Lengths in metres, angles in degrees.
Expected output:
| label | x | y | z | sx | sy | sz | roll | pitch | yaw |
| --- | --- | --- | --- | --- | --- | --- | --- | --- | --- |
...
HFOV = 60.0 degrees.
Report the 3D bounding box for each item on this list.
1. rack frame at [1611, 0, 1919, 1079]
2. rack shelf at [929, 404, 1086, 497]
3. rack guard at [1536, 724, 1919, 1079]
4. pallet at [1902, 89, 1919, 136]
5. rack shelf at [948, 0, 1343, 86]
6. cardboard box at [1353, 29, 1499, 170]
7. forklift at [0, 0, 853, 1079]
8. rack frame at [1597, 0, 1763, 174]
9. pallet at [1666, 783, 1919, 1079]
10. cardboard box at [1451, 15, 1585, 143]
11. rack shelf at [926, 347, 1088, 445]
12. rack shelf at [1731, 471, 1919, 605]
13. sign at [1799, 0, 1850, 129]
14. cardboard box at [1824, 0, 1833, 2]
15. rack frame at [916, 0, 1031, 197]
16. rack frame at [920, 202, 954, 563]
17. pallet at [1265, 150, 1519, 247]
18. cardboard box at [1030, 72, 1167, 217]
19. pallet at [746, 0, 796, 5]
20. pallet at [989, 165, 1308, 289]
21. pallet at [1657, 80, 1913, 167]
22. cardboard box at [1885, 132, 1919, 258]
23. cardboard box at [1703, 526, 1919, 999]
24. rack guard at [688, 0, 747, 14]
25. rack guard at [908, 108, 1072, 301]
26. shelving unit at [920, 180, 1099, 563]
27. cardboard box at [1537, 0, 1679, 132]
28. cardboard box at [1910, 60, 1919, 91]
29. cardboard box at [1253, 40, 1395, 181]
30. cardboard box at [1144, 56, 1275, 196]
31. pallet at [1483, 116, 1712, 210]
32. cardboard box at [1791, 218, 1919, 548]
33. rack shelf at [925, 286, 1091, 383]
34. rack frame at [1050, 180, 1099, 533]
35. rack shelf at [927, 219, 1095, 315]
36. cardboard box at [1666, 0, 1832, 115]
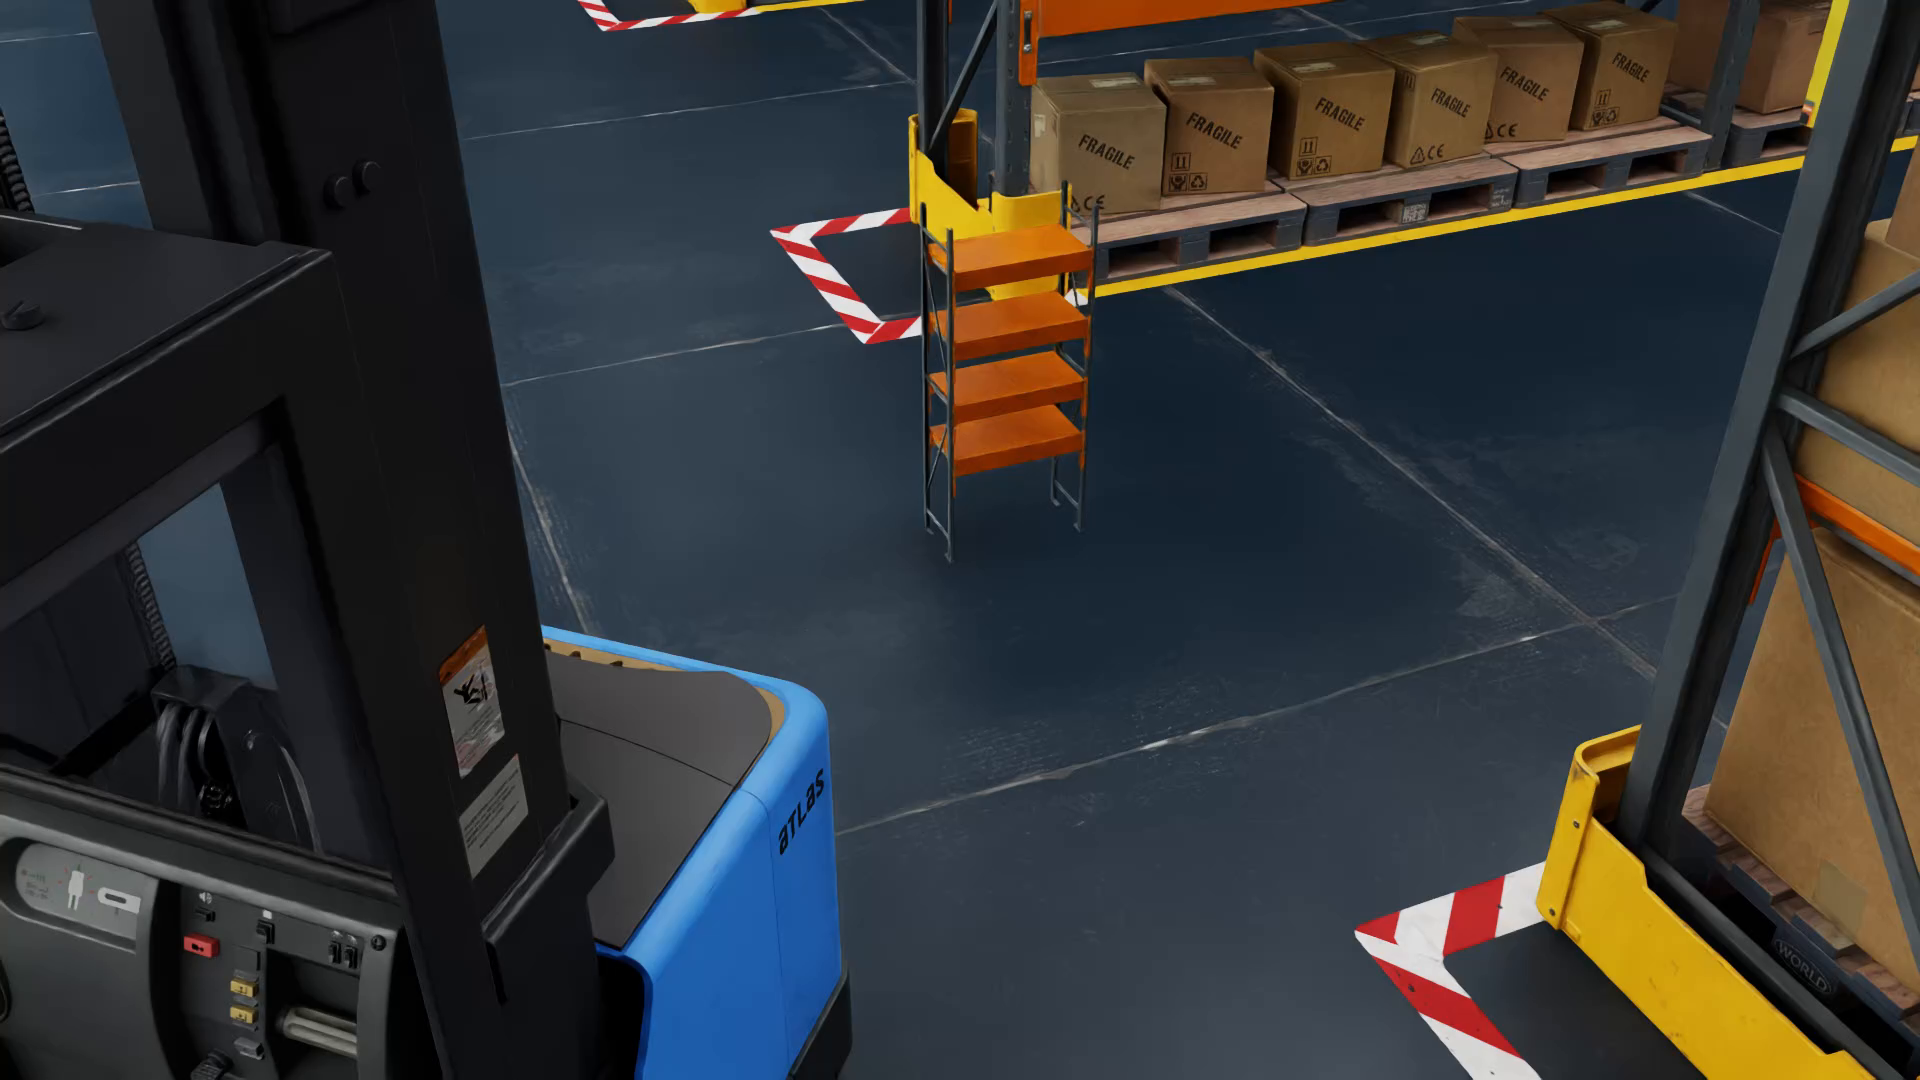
| label | x | y | z | sx | sy | sz | roll | pitch | yaw |
| --- | --- | --- | --- | --- | --- | --- | --- | --- | --- |
| rack frame | 1.876 | -0.075 | 3.116 | 0.127 | 3.000 | 1.000 | -13 | 35 | -19 |
| rack shelf | 0.153 | -0.315 | 5.621 | 0.480 | 0.148 | 0.258 | -13 | 35 | -19 |
| rack guard | 1.854 | 0.977 | 3.790 | 0.348 | 0.500 | 1.175 | -13 | 35 | -19 |
| pallet | 5.581 | -2.691 | 9.693 | 1.213 | 0.211 | 1.003 | -13 | 35 | -19 |
| rack shelf | 1.893 | -2.712 | 7.827 | 4.000 | 0.370 | 1.077 | -13 | 35 | -19 |
| cardboard box | 2.285 | -2.204 | 8.294 | 0.500 | 0.500 | 0.500 | -16 | 36 | -23 |
| forklift | -1.223 | 0.636 | 2.085 | 1.130 | 2.935 | 3.031 | 11 | 35 | 16 |
| rack frame | 3.737 | -3.435 | 8.280 | 0.127 | 3.000 | 1.000 | -13 | 35 | -19 |
| pallet | 2.583 | 0.885 | 4.196 | 1.213 | 0.211 | 1.003 | -13 | 35 | -19 |
| cardboard box | 2.827 | -2.375 | 8.556 | 0.500 | 0.500 | 0.500 | -2 | 33 | -4 |
| rack shelf | 0.153 | -0.481 | 5.513 | 0.480 | 0.148 | 0.258 | -13 | 35 | -19 |
| rack shelf | 3.720 | -0.196 | 3.961 | 4.000 | 0.370 | 1.077 | -13 | 35 | -19 |
| sign | 1.678 | -0.936 | 3.159 | 0.005 | 0.325 | 0.100 | -13 | 35 | -19 |
| cardboard box | 4.758 | -2.782 | 9.164 | 0.500 | 0.500 | 0.700 | -13 | 35 | -19 |
| rack frame | 0.049 | -2.591 | 6.982 | 0.127 | 3.000 | 1.000 | -13 | 35 | -19 |
| rack frame | -0.072 | -0.486 | 5.397 | 0.015 | 1.200 | 0.240 | -13 | 35 | -19 |
| pallet | 2.005 | -1.847 | 8.396 | 1.213 | 0.211 | 1.003 | -13 | 35 | -19 |
| cardboard box | 0.631 | -1.843 | 7.739 | 0.500 | 0.500 | 0.500 | -7 | 34 | -10 |
| pallet | -1.066 | -4.121 | 11.890 | 1.213 | 0.211 | 1.003 | -13 | 35 | -19 |
| pallet | 0.882 | -1.592 | 8.003 | 1.213 | 0.211 | 1.003 | -13 | 35 | -19 |
| pallet | 4.454 | -2.432 | 9.294 | 1.213 | 0.211 | 1.003 | -13 | 35 | -19 |
| cardboard box | 2.233 | -0.650 | 2.871 | 0.550 | 0.550 | 0.875 | -13 | 35 | -19 |
| cardboard box | 2.475 | 0.463 | 3.852 | 0.875 | 0.875 | 0.875 | -13 | 35 | -19 |
| rack guard | -1.817 | -4.074 | 11.552 | 0.348 | 0.500 | 1.175 | -13 | 35 | -19 |
| rack guard | 0.119 | -1.559 | 7.688 | 0.348 | 0.500 | 1.175 | -13 | 35 | -19 |
| shelving unit | 0.153 | -0.538 | 5.476 | 0.503 | 1.200 | 0.258 | -13 | 35 | -19 |
| cardboard box | 3.353 | -2.499 | 8.748 | 0.500 | 0.500 | 0.500 | -14 | 36 | -20 |
| cardboard box | 5.274 | -2.901 | 9.346 | 0.500 | 0.500 | 0.700 | -16 | 36 | -23 |
| cardboard box | 1.753 | -2.109 | 8.148 | 0.500 | 0.500 | 0.500 | -10 | 34 | -14 |
| cardboard box | 1.169 | -1.986 | 7.959 | 0.500 | 0.500 | 0.500 | -4 | 33 | -6 |
| pallet | 3.131 | -2.107 | 8.795 | 1.213 | 0.211 | 1.003 | -13 | 35 | -19 |
| cardboard box | 2.200 | -0.239 | 3.230 | 0.550 | 0.550 | 0.875 | -13 | 35 | -19 |
| rack shelf | 0.153 | -0.669 | 5.391 | 0.480 | 0.148 | 0.258 | -13 | 35 | -19 |
| rack frame | 0.378 | -0.589 | 5.556 | 0.015 | 1.200 | 0.240 | -13 | 35 | -19 |
| rack shelf | 0.153 | -0.867 | 5.262 | 0.480 | 0.148 | 0.258 | -13 | 35 | -19 |
| cardboard box | 4.311 | -2.691 | 9.024 | 0.500 | 0.500 | 0.700 | -16 | 36 | -23 |
